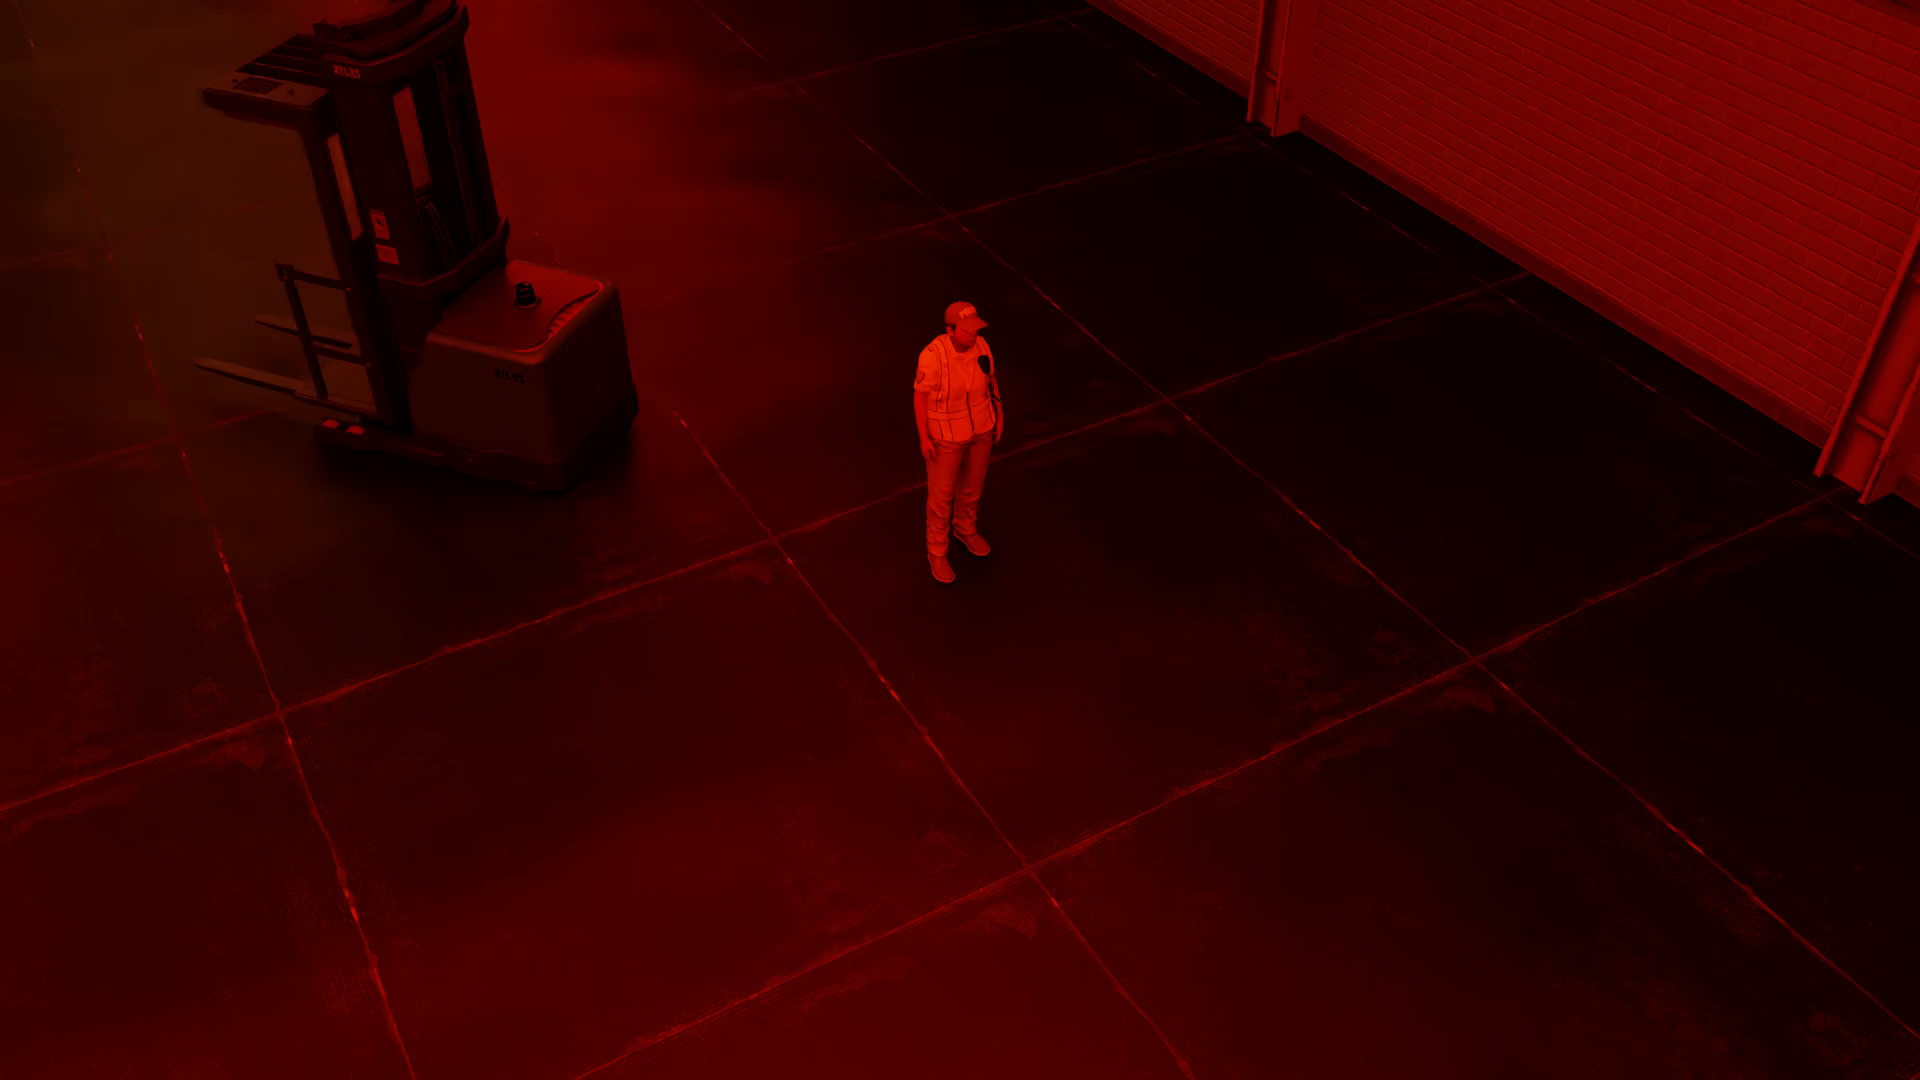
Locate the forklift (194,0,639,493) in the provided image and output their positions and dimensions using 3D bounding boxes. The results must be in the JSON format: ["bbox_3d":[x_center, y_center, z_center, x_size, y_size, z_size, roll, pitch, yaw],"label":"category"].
[{"bbox_3d":[-3.745,-2.020,10.472,3.031,2.935,1.130,14,42,16],"label":"forklift"}]

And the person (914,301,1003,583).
[{"bbox_3d":[0.019,-0.598,9.735,0.598,1.670,0.529,-20,44,-23],"label":"person"}]
